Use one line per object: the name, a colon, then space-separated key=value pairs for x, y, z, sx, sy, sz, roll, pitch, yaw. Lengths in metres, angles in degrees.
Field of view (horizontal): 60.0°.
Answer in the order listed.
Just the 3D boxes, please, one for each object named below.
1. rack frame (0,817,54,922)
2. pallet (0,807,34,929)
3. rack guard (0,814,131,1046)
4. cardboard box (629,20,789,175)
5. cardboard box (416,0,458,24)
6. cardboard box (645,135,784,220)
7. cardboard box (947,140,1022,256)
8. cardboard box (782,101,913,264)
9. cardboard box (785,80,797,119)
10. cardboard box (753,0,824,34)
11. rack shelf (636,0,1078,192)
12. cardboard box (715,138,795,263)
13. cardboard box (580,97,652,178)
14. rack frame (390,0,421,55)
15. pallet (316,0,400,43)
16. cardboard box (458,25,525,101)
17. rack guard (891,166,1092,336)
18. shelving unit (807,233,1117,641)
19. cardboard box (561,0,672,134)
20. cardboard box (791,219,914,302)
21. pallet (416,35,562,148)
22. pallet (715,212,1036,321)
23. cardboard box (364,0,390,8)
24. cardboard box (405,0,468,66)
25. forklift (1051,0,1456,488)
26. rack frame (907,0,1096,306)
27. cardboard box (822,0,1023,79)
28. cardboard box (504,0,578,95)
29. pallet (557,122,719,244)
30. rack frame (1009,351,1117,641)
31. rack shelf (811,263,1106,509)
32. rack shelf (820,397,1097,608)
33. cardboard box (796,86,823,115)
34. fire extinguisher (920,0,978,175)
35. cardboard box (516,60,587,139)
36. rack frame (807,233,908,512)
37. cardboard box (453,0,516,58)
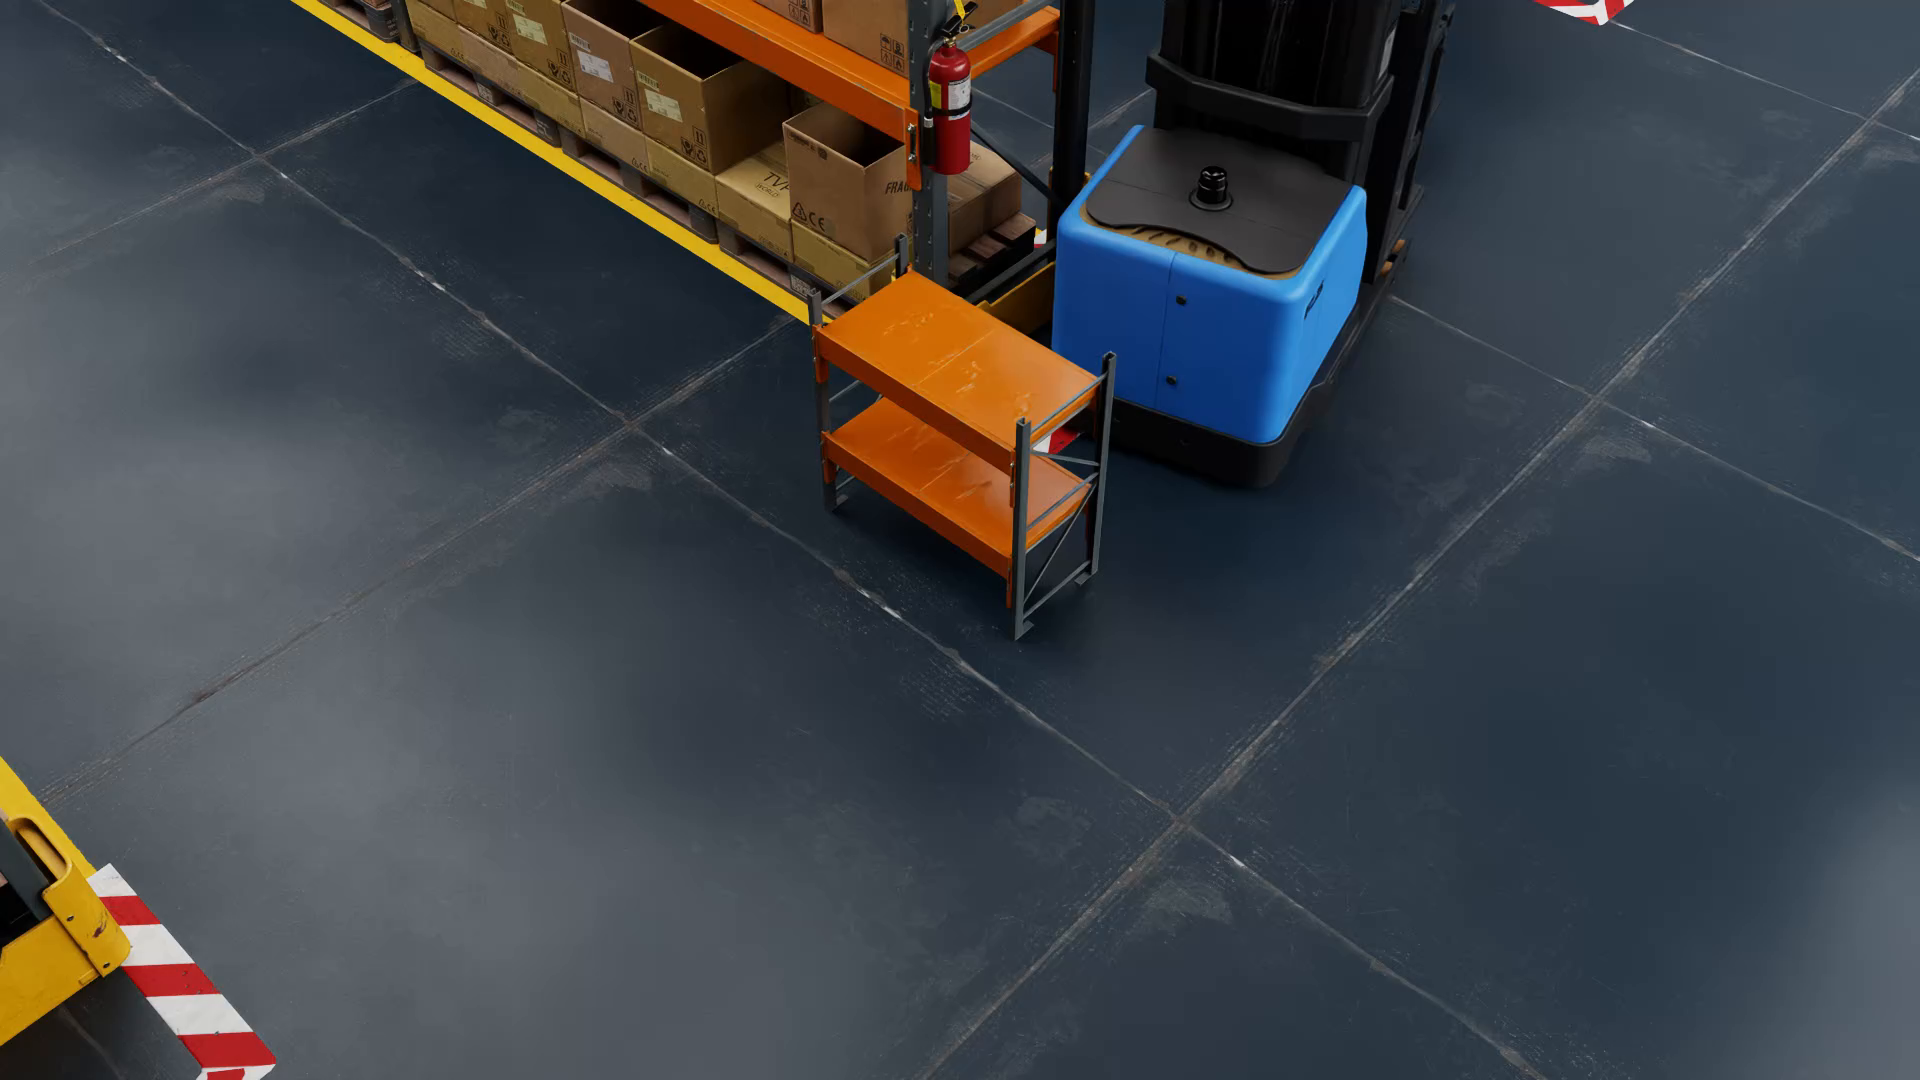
rack frame: x=-3.173 y=0.596 z=4.133 sx=0.127 sy=3.000 sz=1.000 roll=34 pitch=55 yaw=28
pallet: x=-3.802 y=1.092 z=5.580 sx=1.213 sy=0.211 sz=1.003 roll=34 pitch=55 yaw=28
rack guard: x=-3.229 y=1.414 z=5.080 sx=0.348 sy=0.500 sz=1.175 roll=34 pitch=55 yaw=28
cardboard box: x=-1.157 y=-2.112 z=7.759 sx=0.500 sy=0.500 sz=0.500 roll=34 pitch=55 yaw=28
cardboard box: x=-2.627 y=-3.100 z=8.687 sx=0.500 sy=0.500 sz=0.500 roll=34 pitch=55 yaw=28
cardboard box: x=-1.155 y=-1.857 z=8.034 sx=0.500 sy=0.250 sz=0.500 roll=34 pitch=55 yaw=28
cardboard box: x=-0.059 y=-1.647 z=7.837 sx=0.500 sy=0.250 sz=0.500 roll=34 pitch=55 yaw=28
cardboard box: x=-0.412 y=-1.625 z=7.302 sx=0.500 sy=0.500 sz=0.500 roll=34 pitch=55 yaw=28
cardboard box: x=-0.804 y=-2.390 z=8.020 sx=0.500 sy=0.500 sz=0.500 roll=34 pitch=55 yaw=28
cardboard box: x=-0.540 y=-2.589 z=7.055 sx=0.500 sy=0.500 sz=0.700 roll=35 pitch=56 yaw=29
rack shelf: x=-1.286 y=-2.803 z=7.817 sx=4.000 sy=0.370 sz=1.077 roll=34 pitch=55 yaw=28
cardboard box: x=-0.786 y=-1.610 z=7.802 sx=0.500 sy=0.250 sz=0.500 roll=34 pitch=55 yaw=28
cardboard box: x=-1.521 y=-2.105 z=8.267 sx=0.500 sy=0.250 sz=0.500 roll=34 pitch=55 yaw=28
rack frame: x=-2.756 y=-4.038 z=8.484 sx=0.127 sy=3.000 sz=1.000 roll=34 pitch=55 yaw=28
pallet: x=-3.323 y=-3.427 z=9.823 sx=1.213 sy=0.211 sz=1.003 roll=34 pitch=55 yaw=28
cardboard box: x=-2.256 y=-2.599 z=8.731 sx=0.500 sy=0.250 sz=0.500 roll=34 pitch=55 yaw=28
rack guard: x=0.201 y=-1.193 z=7.527 sx=0.348 sy=0.500 sz=1.175 roll=34 pitch=55 yaw=28
shelving unit: x=-0.005 y=-0.388 z=6.343 sx=1.048 sy=1.125 sz=0.538 roll=34 pitch=55 yaw=28
cardboard box: x=-1.523 y=-2.360 z=7.992 sx=0.500 sy=0.500 sz=0.500 roll=34 pitch=55 yaw=28
cardboard box: x=-0.411 y=-1.370 z=7.576 sx=0.500 sy=0.250 sz=0.500 roll=34 pitch=55 yaw=28
pallet: x=-2.200 y=-2.668 z=9.110 sx=1.213 sy=0.211 sz=1.003 roll=34 pitch=55 yaw=28
pallet: x=-0.407 y=-1.461 z=7.977 sx=1.213 sy=0.211 sz=1.003 roll=34 pitch=55 yaw=28
cardboard box: x=-3.257 y=-3.290 z=9.380 sx=0.500 sy=0.250 sz=0.500 roll=33 pitch=55 yaw=27
cardboard box: x=-2.620 y=-2.849 z=8.965 sx=0.500 sy=0.250 sz=0.500 roll=34 pitch=55 yaw=28
forklift: x=1.494 y=-2.296 z=6.895 sx=1.130 sy=2.935 sz=3.031 roll=21 pitch=50 yaw=18
rack frame: x=0.184 y=-2.060 z=6.627 sx=0.127 sy=3.000 sz=1.000 roll=34 pitch=55 yaw=28
cardboard box: x=-0.151 y=-2.332 z=6.813 sx=0.500 sy=0.500 sz=0.700 roll=34 pitch=55 yaw=28
cardboard box: x=-1.892 y=-2.606 z=8.223 sx=0.500 sy=0.500 sz=0.500 roll=34 pitch=55 yaw=28
pallet: x=-1.299 y=-2.065 z=8.544 sx=1.213 sy=0.211 sz=1.003 roll=34 pitch=55 yaw=28
rack frame: x=0.369 y=-0.137 z=6.107 sx=0.032 sy=1.125 sz=0.500 roll=34 pitch=55 yaw=28
rack shelf: x=-0.005 y=-0.589 z=6.130 sx=1.000 sy=0.278 sz=0.538 roll=34 pitch=55 yaw=28
rack shelf: x=-0.005 y=-0.221 z=6.521 sx=1.000 sy=0.278 sz=0.538 roll=34 pitch=55 yaw=28
cardboard box: x=-0.428 y=-2.150 z=7.795 sx=0.500 sy=0.500 sz=0.500 roll=34 pitch=55 yaw=28
fire extinguisher: x=-0.044 y=-1.726 z=6.366 sx=0.183 sy=0.674 sz=0.296 roll=34 pitch=55 yaw=28
cardboard box: x=-1.893 y=-2.349 z=8.496 sx=0.500 sy=0.250 sz=0.500 roll=34 pitch=55 yaw=28
rack frame: x=-0.379 y=-0.640 z=6.579 sx=0.032 sy=1.125 sz=0.500 roll=34 pitch=55 yaw=28
cardboard box: x=-2.254 y=-2.857 z=8.459 sx=0.500 sy=0.500 sz=0.500 roll=34 pitch=55 yaw=28
